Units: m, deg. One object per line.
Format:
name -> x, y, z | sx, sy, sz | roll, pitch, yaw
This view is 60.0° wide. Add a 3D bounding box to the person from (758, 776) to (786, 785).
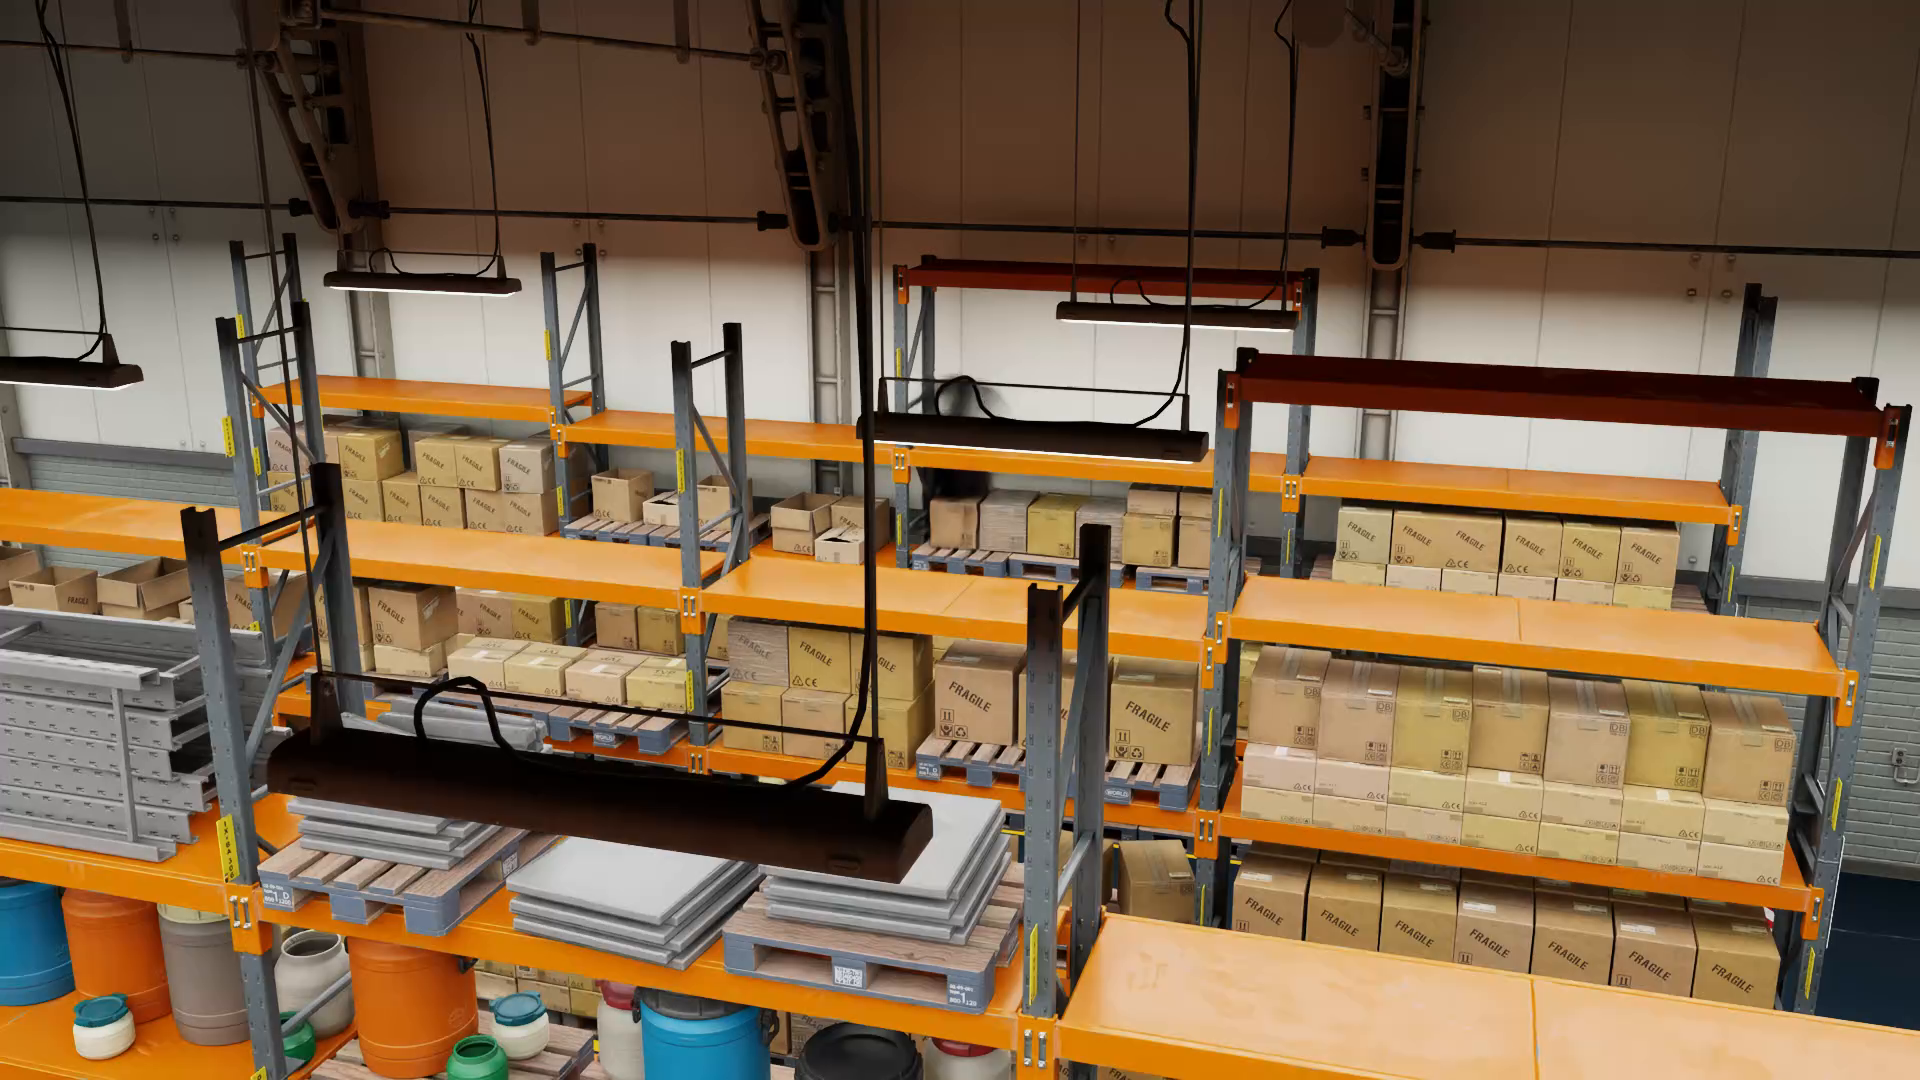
person -> -1.805, 2.843, 16.235 | 0.786, 1.495, 0.604 | 11, 19, 33
